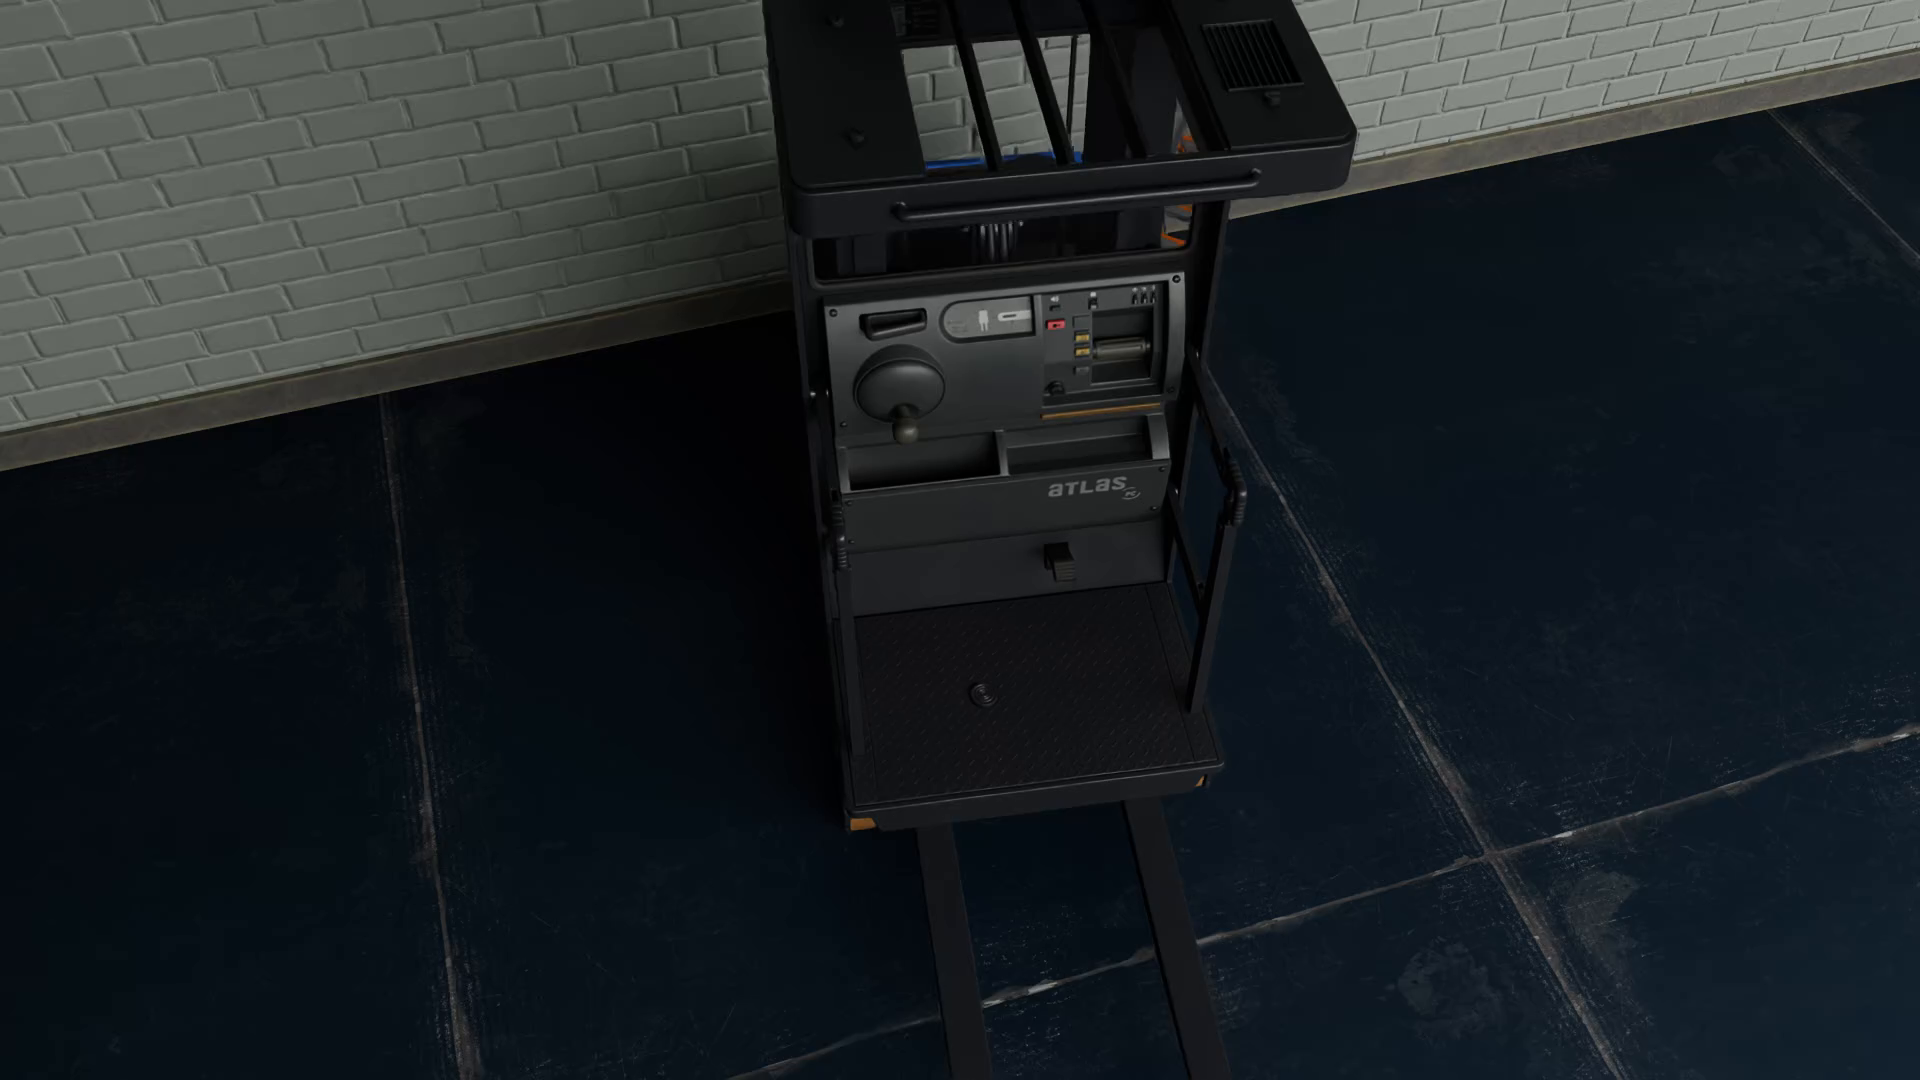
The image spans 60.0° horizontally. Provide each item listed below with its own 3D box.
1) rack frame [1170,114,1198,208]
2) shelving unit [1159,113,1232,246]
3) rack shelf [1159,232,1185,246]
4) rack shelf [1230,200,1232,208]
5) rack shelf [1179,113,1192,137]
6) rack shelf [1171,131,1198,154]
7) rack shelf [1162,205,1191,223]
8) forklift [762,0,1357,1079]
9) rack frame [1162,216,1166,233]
[{"bbox_3d":[0.815,-1.227,6.070,0.240,0.006,1.200,22,96,18],"label":"rack frame"},{"bbox_3d":[0.845,-1.225,6.157,0.258,0.189,1.200,22,96,18],"label":"shelving unit"},{"bbox_3d":[0.787,-1.072,6.174,0.258,0.180,0.103,22,96,18],"label":"rack shelf"},{"bbox_3d":[0.871,-1.295,6.149,0.258,0.180,0.103,22,96,18],"label":"rack shelf"},{"bbox_3d":[0.955,-1.519,6.125,0.258,0.180,0.103,22,96,18],"label":"rack shelf"},{"bbox_3d":[0.913,-1.407,6.137,0.258,0.180,0.103,22,96,18],"label":"rack shelf"},{"bbox_3d":[0.829,-1.184,6.162,0.258,0.180,0.103,22,96,18],"label":"rack shelf"},{"bbox_3d":[0.155,-0.373,4.147,1.130,2.935,3.031,-6,50,-5],"label":"forklift"},{"bbox_3d":[0.874,-1.224,6.244,0.240,0.006,1.200,22,96,18],"label":"rack frame"}]
